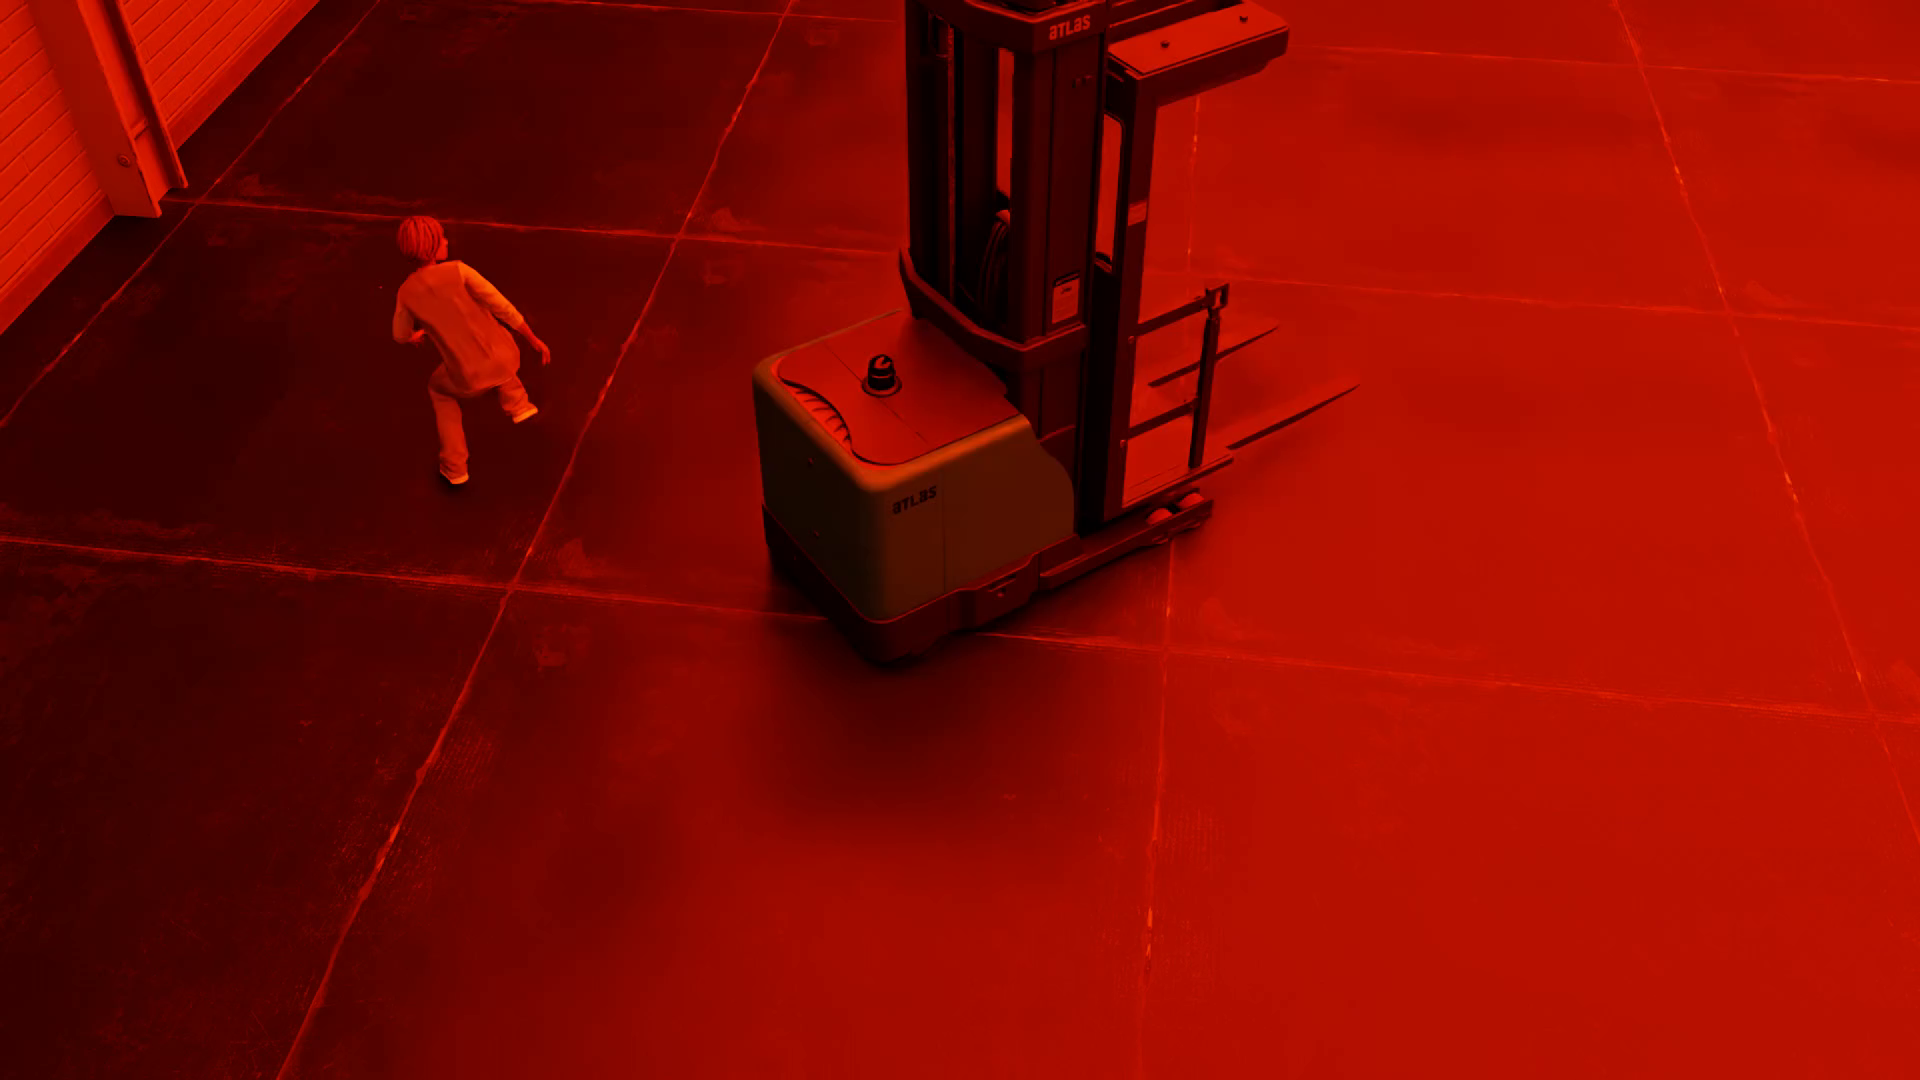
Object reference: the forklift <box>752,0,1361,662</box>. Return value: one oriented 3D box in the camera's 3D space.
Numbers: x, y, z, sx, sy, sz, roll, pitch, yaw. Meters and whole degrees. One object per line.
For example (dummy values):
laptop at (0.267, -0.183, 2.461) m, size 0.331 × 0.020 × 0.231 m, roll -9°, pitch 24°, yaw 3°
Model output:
forklift at (0.598, -1.336, 7.179) m, size 3.031 × 2.935 × 1.130 m, roll -25°, pitch 48°, yaw -24°

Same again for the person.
person at (-2.323, -0.942, 7.886) m, size 0.661 × 1.361 × 0.623 m, roll -16°, pitch 45°, yaw -17°
